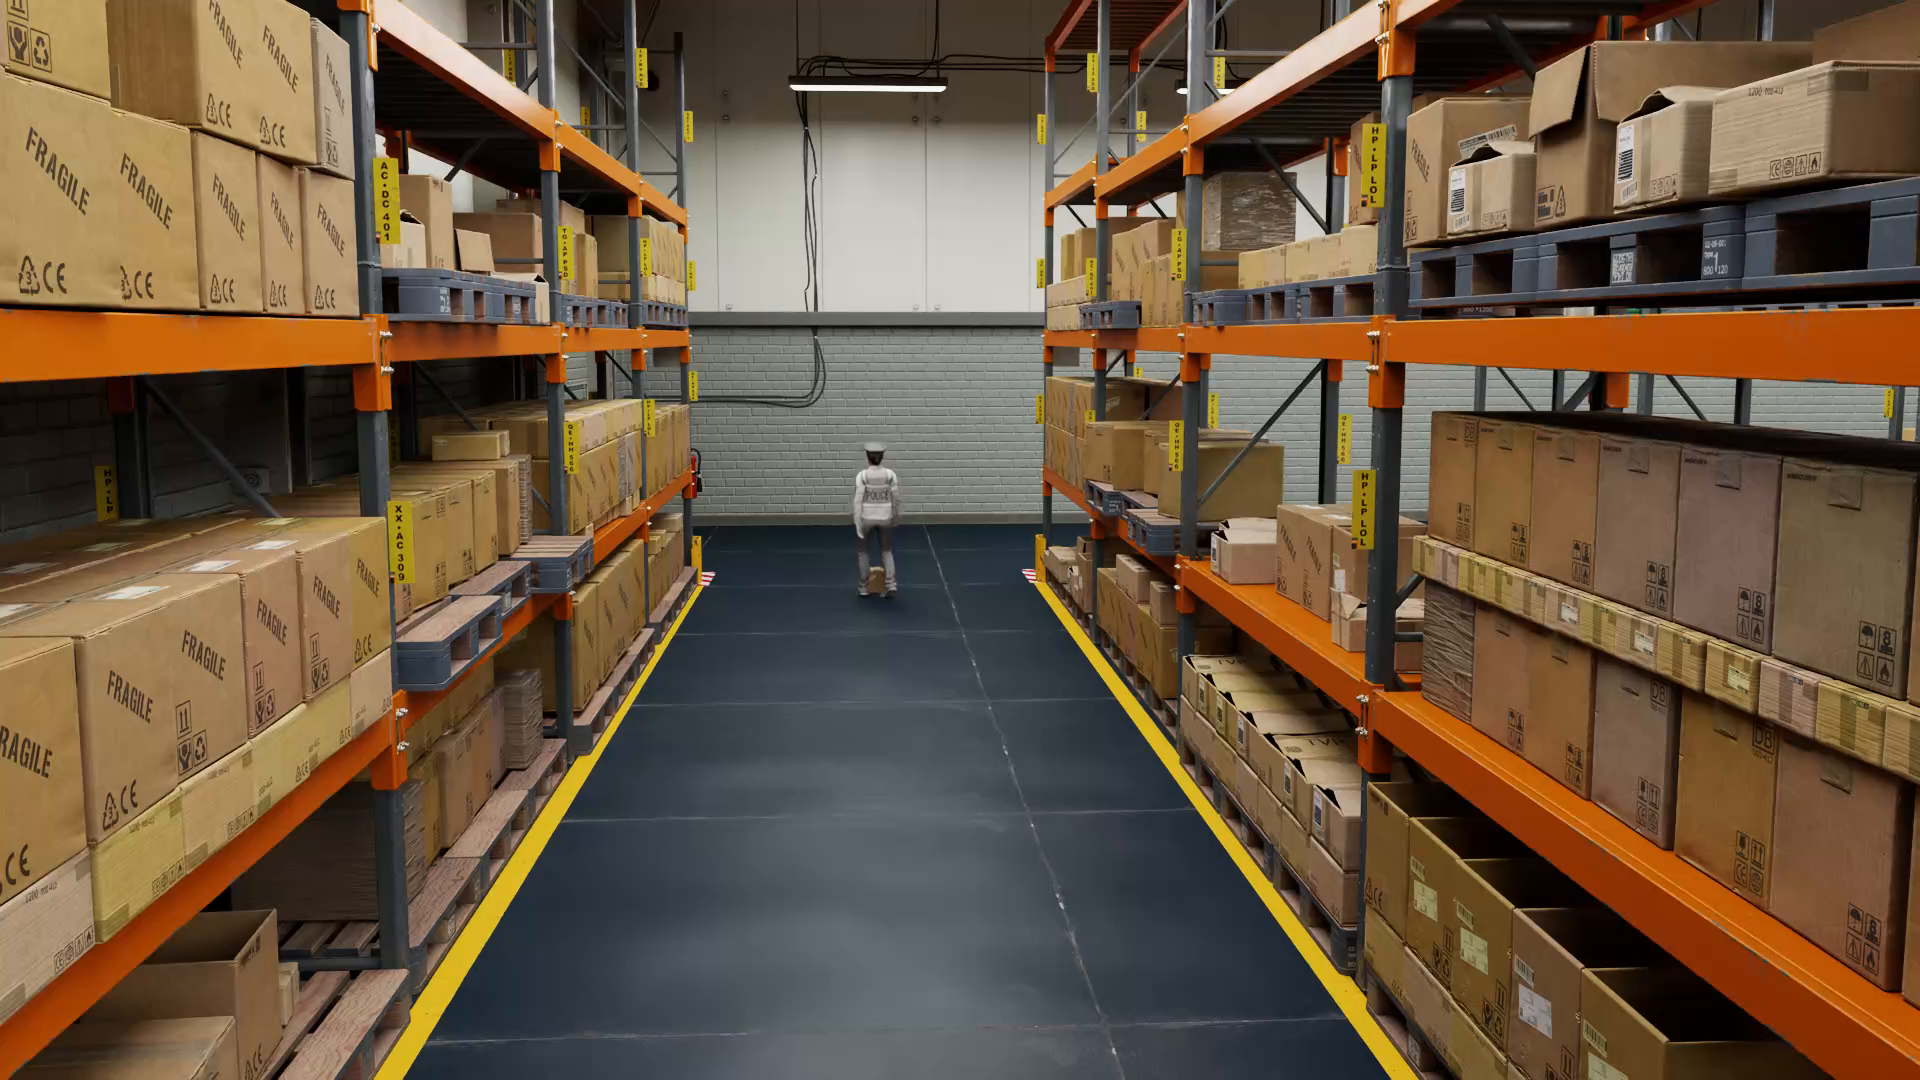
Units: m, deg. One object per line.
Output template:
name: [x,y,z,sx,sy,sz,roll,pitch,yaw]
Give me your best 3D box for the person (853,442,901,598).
person: [-0.899,-0.209,17.549,0.518,1.665,0.565,-2,7,-13]
